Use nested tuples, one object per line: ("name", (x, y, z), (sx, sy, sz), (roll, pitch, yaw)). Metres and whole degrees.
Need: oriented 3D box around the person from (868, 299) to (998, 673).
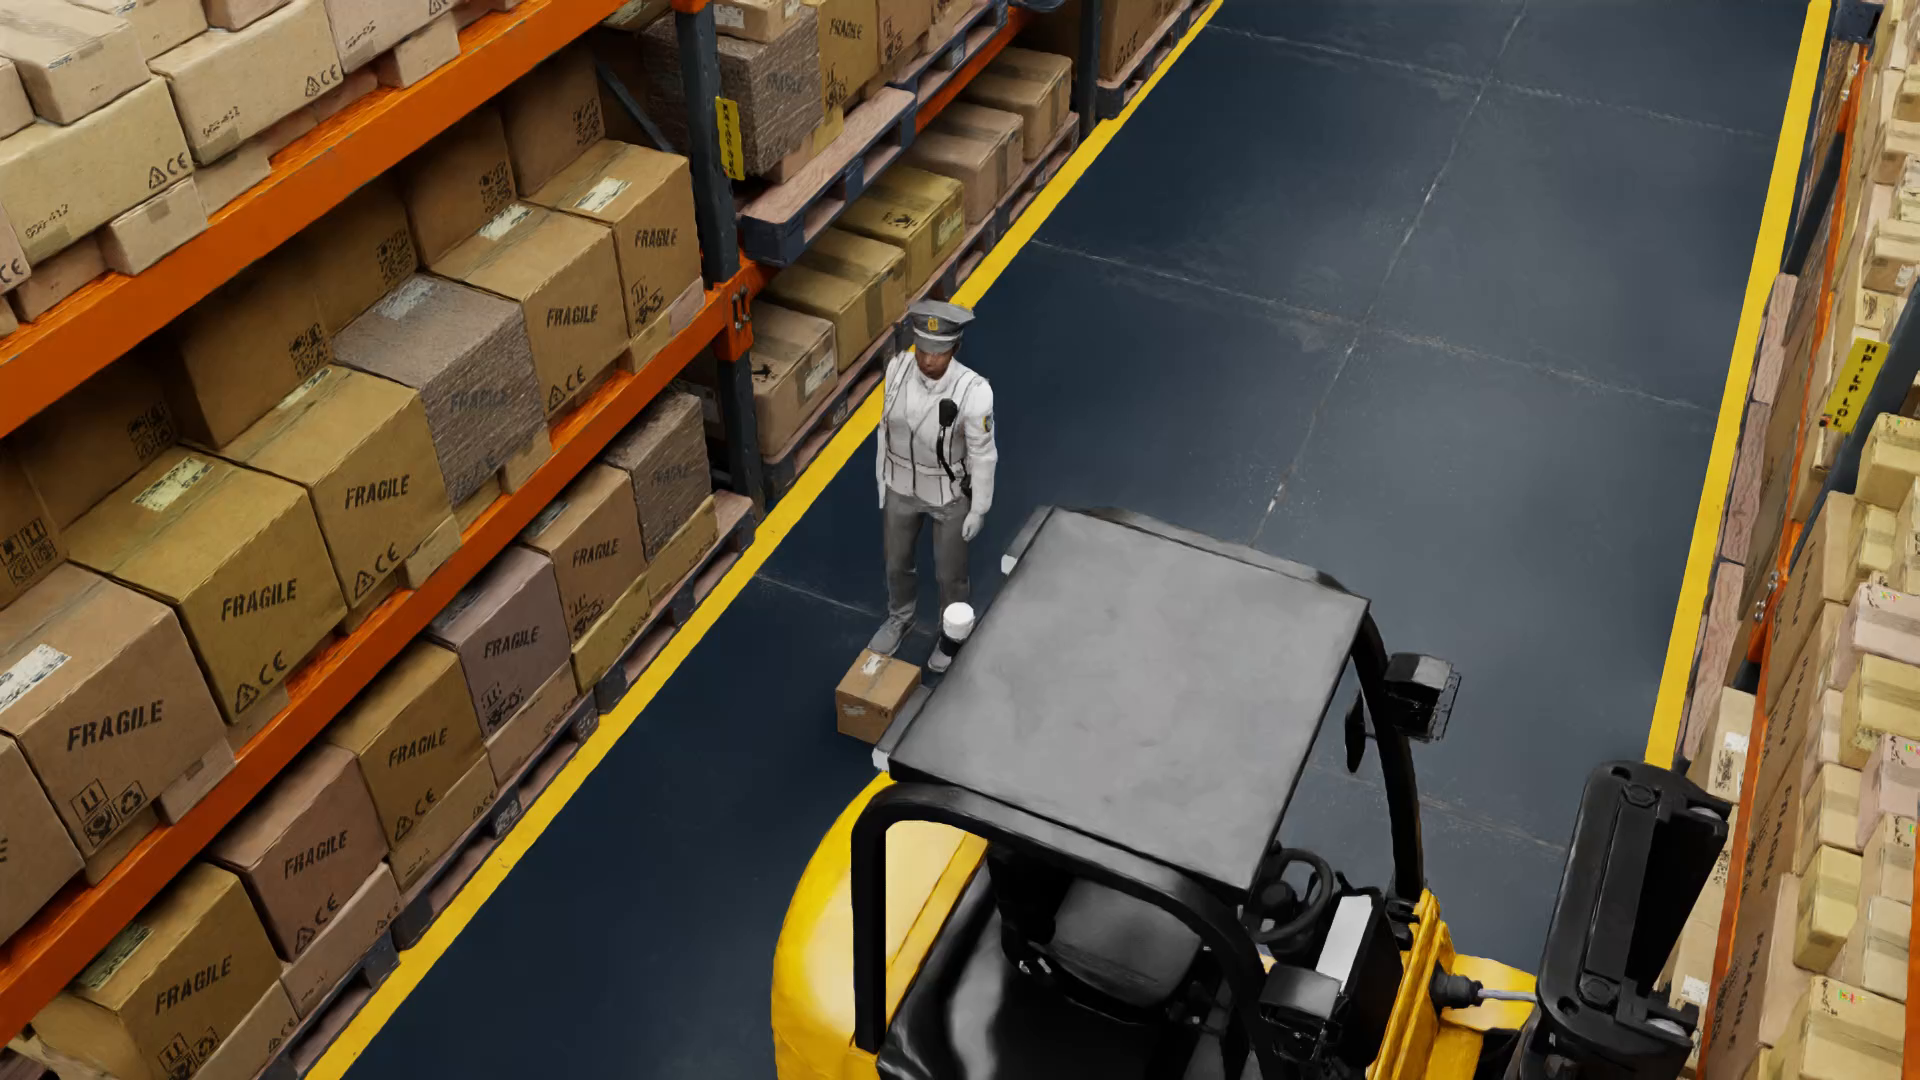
("person", (-0.106, -0.186, 6.389), (0.494, 1.691, 0.385), (18, 45, 19))
